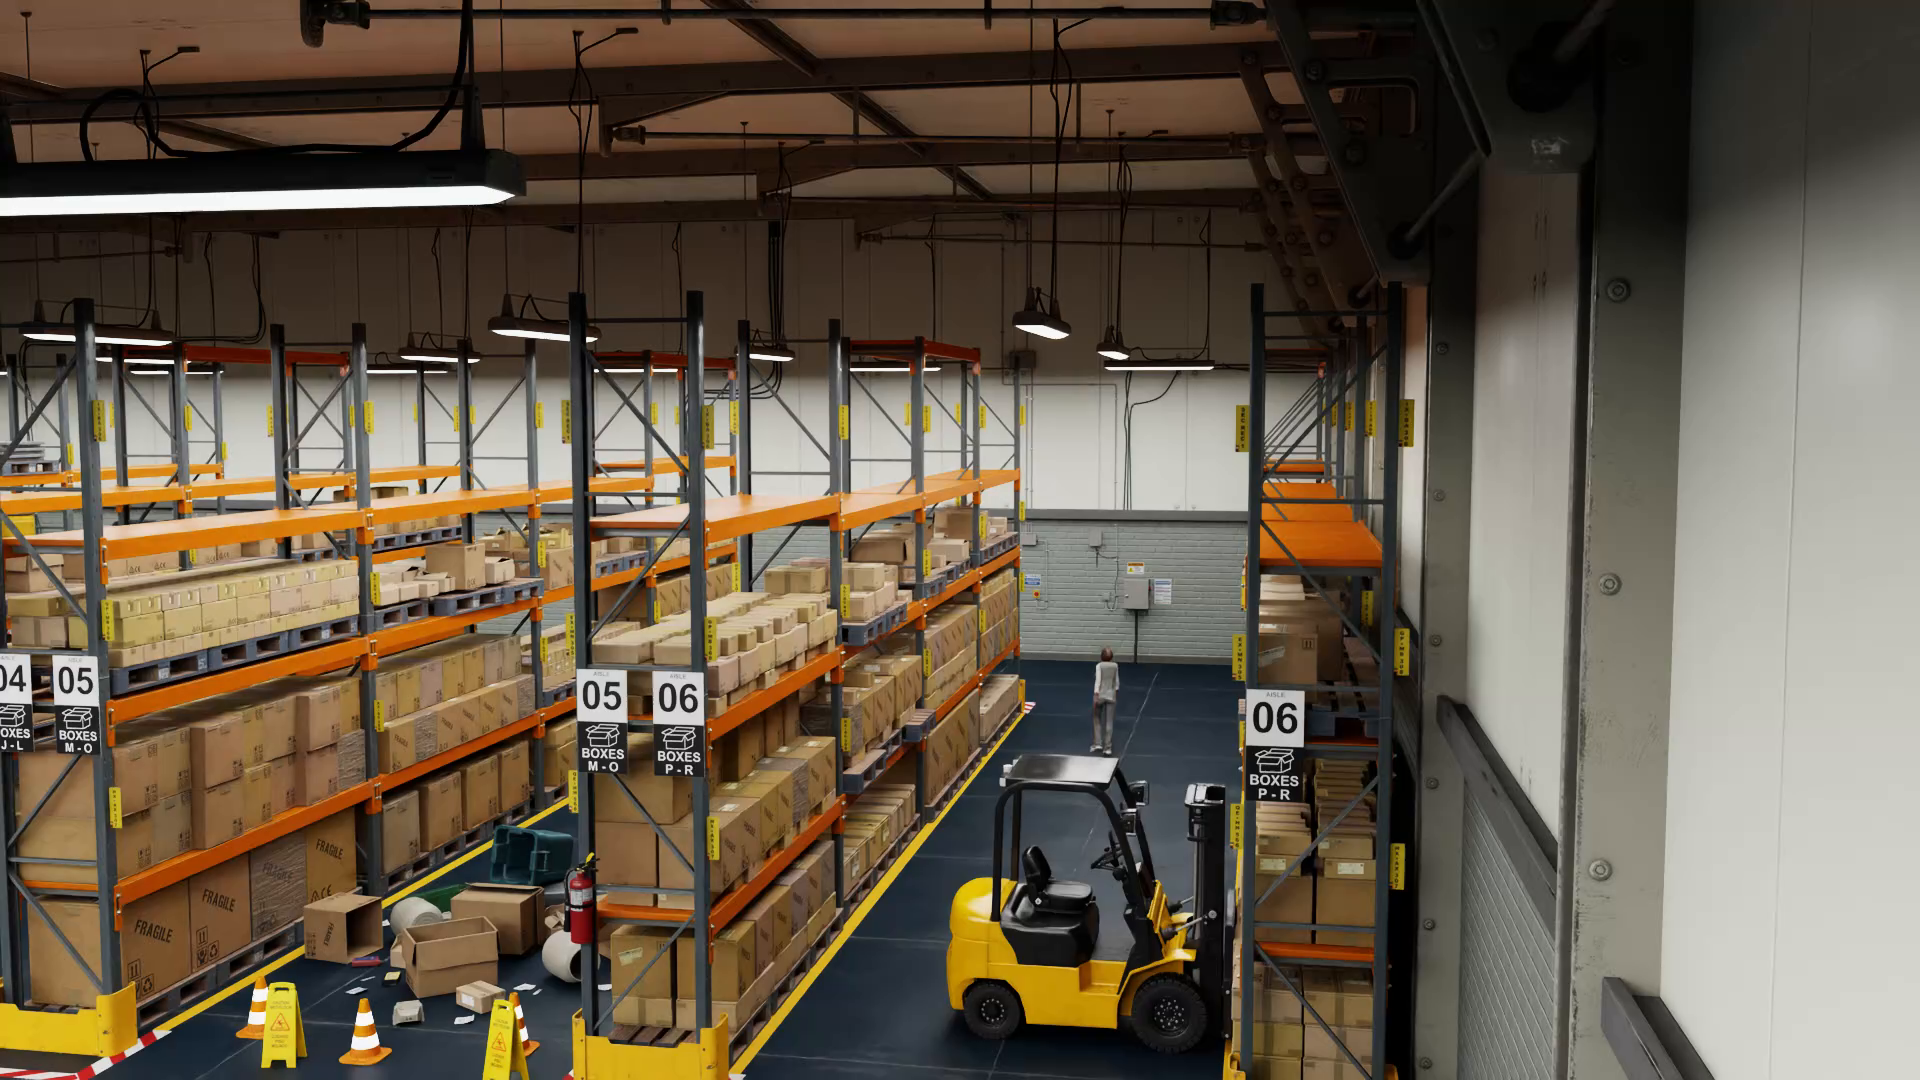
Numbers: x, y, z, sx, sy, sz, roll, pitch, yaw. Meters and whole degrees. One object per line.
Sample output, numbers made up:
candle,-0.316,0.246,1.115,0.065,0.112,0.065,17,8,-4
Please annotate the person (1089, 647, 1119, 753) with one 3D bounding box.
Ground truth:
person,2.182,2.395,24.771,0.419,1.616,0.632,-1,5,-6
